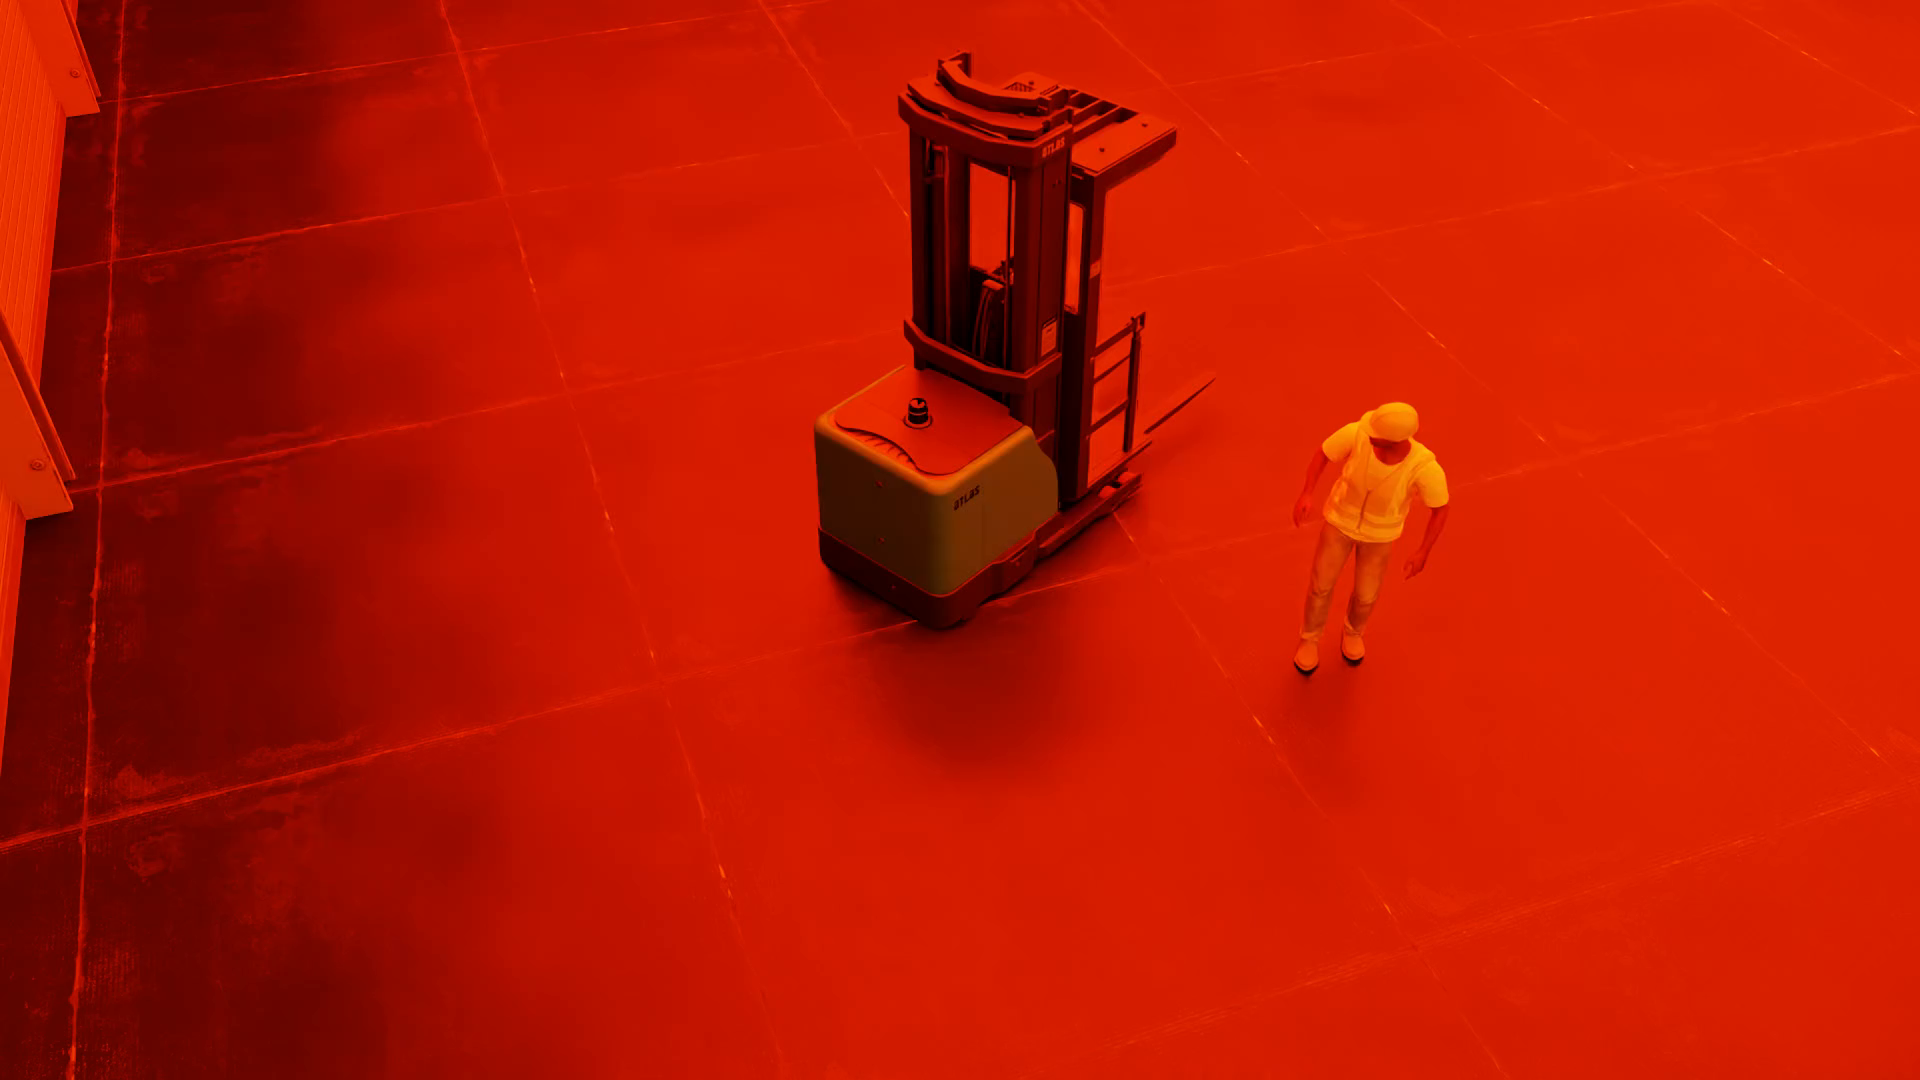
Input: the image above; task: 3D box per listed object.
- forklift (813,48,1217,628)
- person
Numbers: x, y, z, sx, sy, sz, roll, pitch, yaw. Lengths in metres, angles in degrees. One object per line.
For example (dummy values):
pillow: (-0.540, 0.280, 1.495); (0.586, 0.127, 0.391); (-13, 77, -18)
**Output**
forklift: (0.500, -1.489, 9.770); (1.130, 2.935, 3.031); (29, 48, 30)
person: (2.174, -0.027, 8.954); (0.794, 1.743, 0.523); (15, 42, 17)
